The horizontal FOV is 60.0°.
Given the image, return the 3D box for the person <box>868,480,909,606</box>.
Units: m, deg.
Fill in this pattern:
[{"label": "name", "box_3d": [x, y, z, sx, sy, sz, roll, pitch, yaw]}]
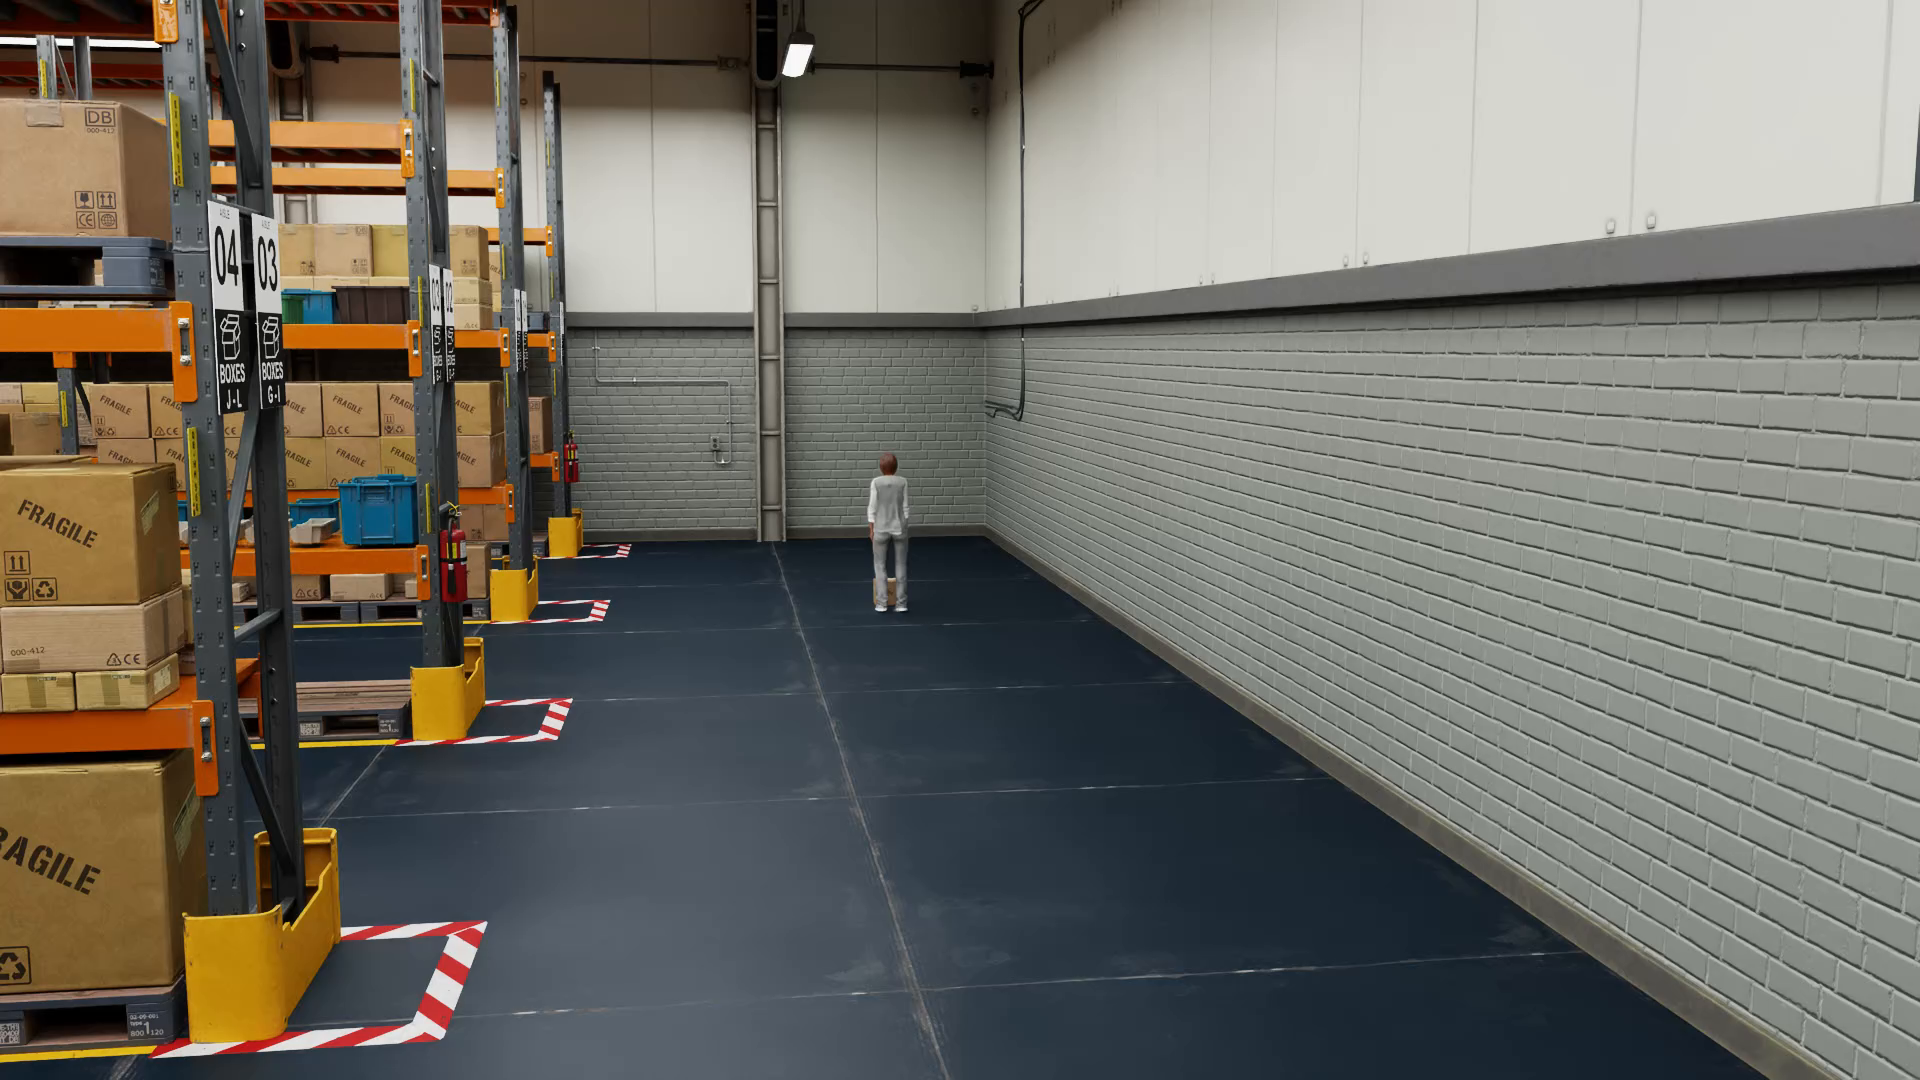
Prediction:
[{"label": "person", "box_3d": [-0.717, 0.015, 16.664, 0.410, 1.280, 0.277, -1, 7, -8]}]
